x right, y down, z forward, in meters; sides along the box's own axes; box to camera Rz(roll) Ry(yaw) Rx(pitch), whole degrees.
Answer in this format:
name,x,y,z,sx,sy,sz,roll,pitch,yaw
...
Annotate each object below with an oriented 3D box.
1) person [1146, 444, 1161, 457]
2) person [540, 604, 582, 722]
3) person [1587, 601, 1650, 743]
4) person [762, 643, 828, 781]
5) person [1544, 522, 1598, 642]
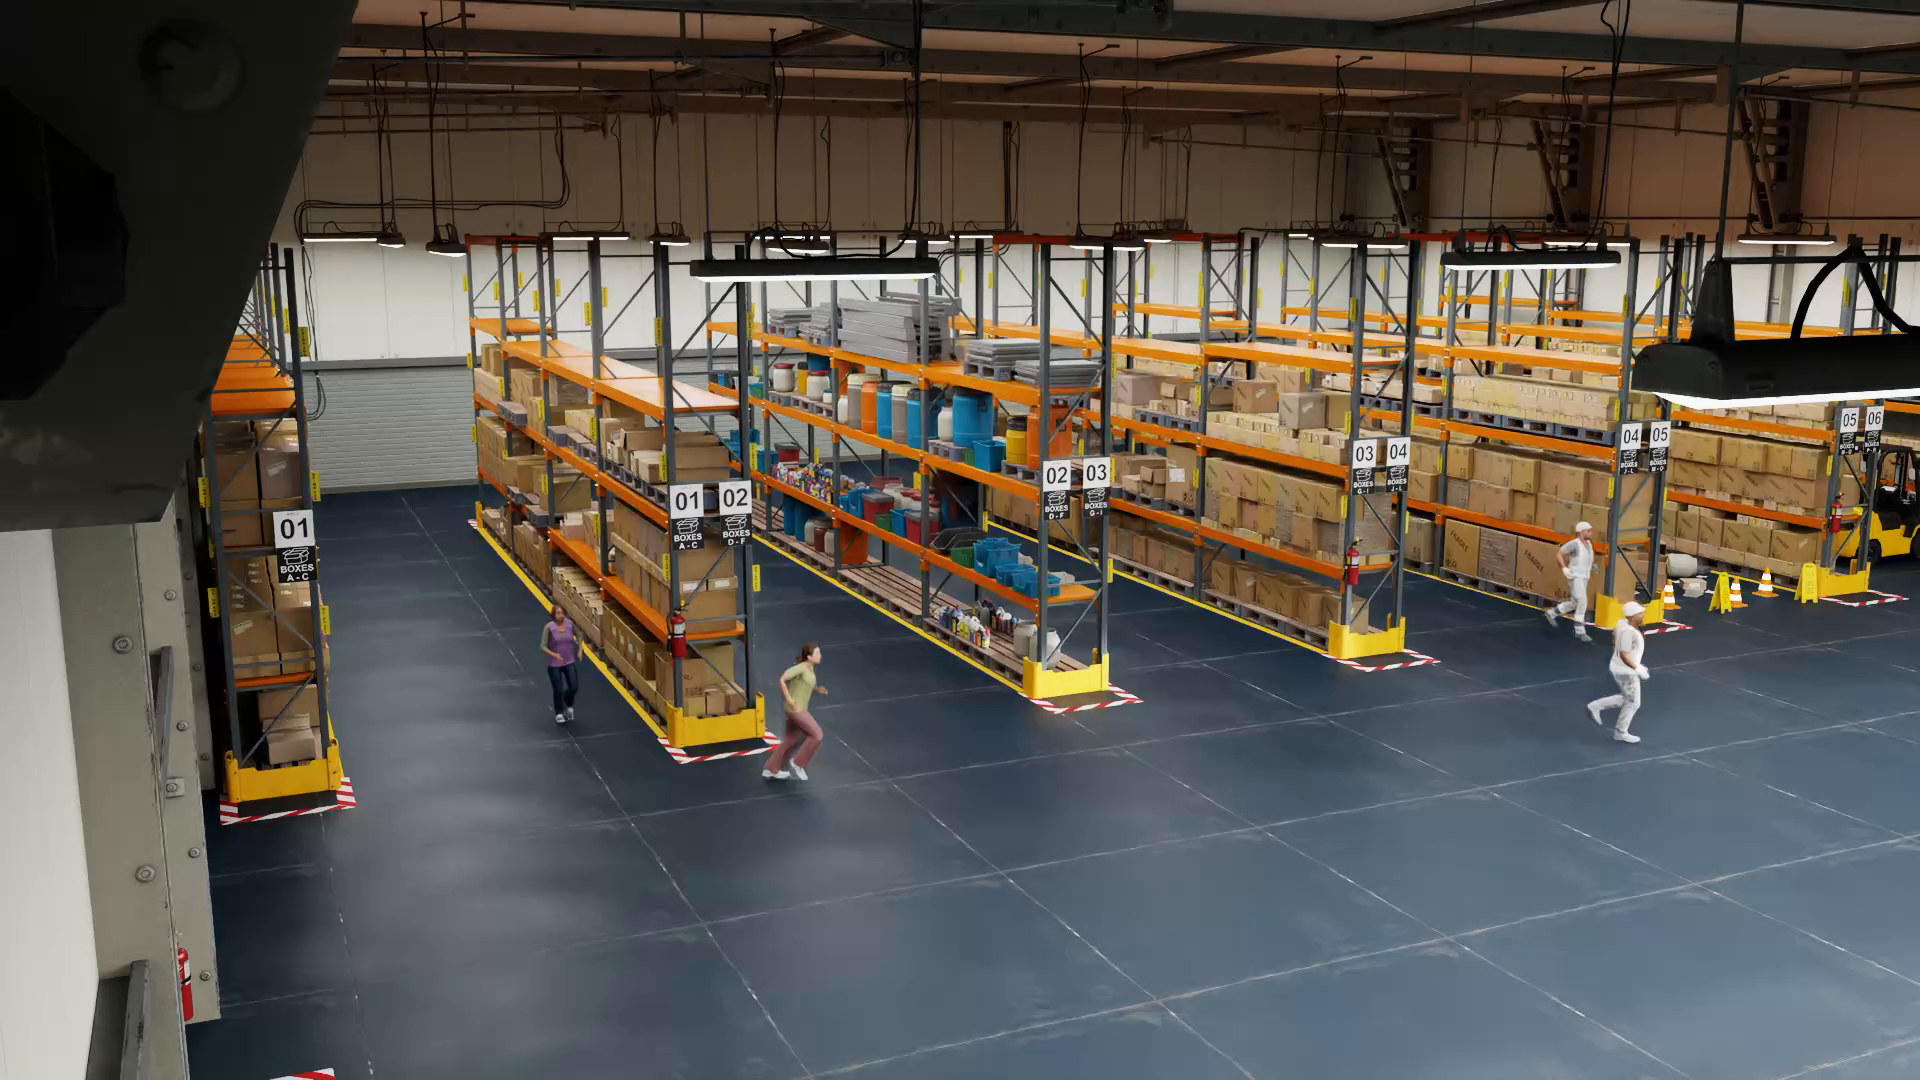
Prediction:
name,x,y,z,sx,sy,sz,roll,pitch,yaw
person,4.869,-2.570,42.023,0.551,1.653,0.571,-6,12,-27
person,-4.977,1.562,20.897,0.577,1.556,0.584,-6,12,-27
person,8.051,1.598,20.330,0.664,1.754,0.674,3,11,14
person,-1.877,1.951,18.987,0.748,1.606,0.617,2,11,8
person,9.435,0.599,25.460,0.704,1.780,0.903,-9,14,-38
